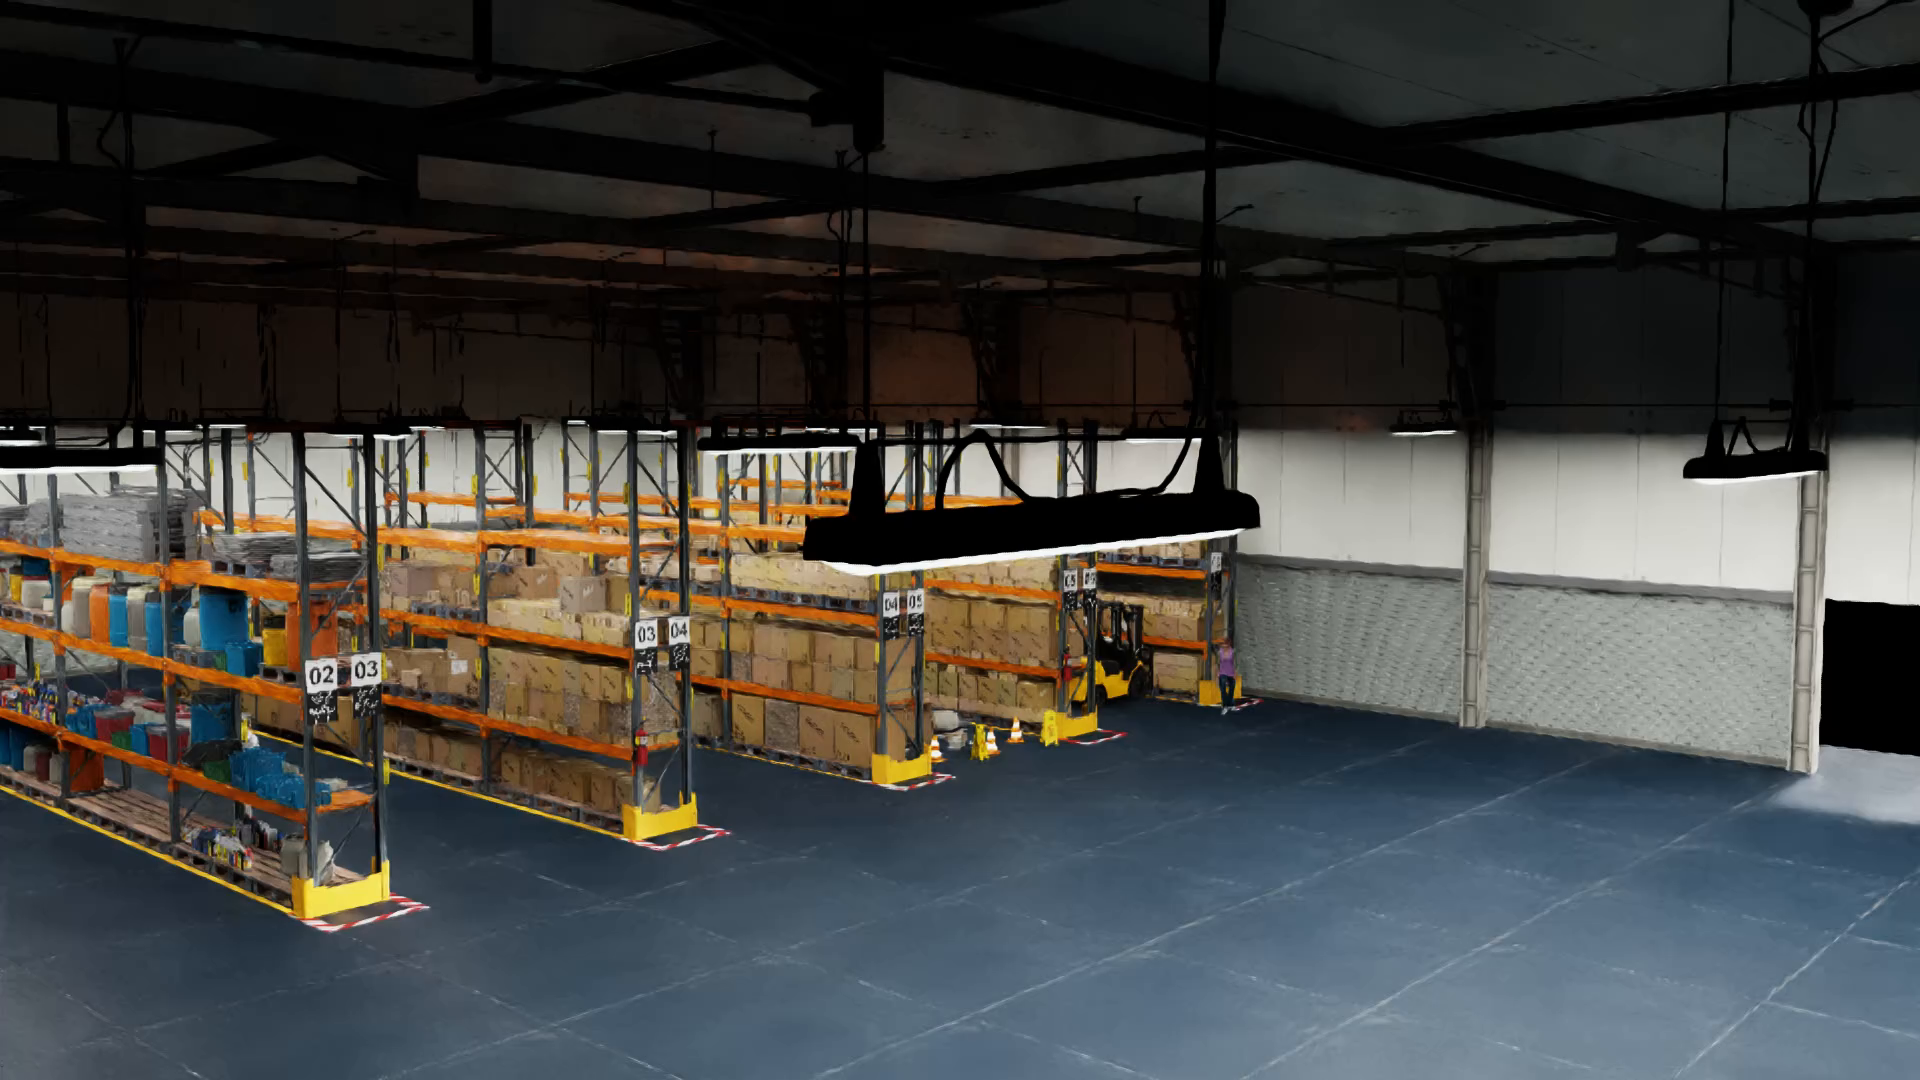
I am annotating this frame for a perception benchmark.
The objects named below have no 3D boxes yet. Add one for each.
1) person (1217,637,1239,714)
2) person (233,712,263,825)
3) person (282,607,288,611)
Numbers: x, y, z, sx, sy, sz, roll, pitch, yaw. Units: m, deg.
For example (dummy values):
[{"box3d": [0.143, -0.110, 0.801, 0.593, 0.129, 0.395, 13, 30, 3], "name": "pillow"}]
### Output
[{"box3d": [5.494, 2.757, 34.102, 0.461, 1.579, 0.554, 1, 5, 12], "name": "person"}, {"box3d": [-10.741, 3.432, 24.994, 0.572, 1.683, 0.368, 2, 5, 19], "name": "person"}, {"box3d": [-15.743, 2.336, 38.997, 1.091, 1.590, 0.445, 4, 6, 40], "name": "person"}]
